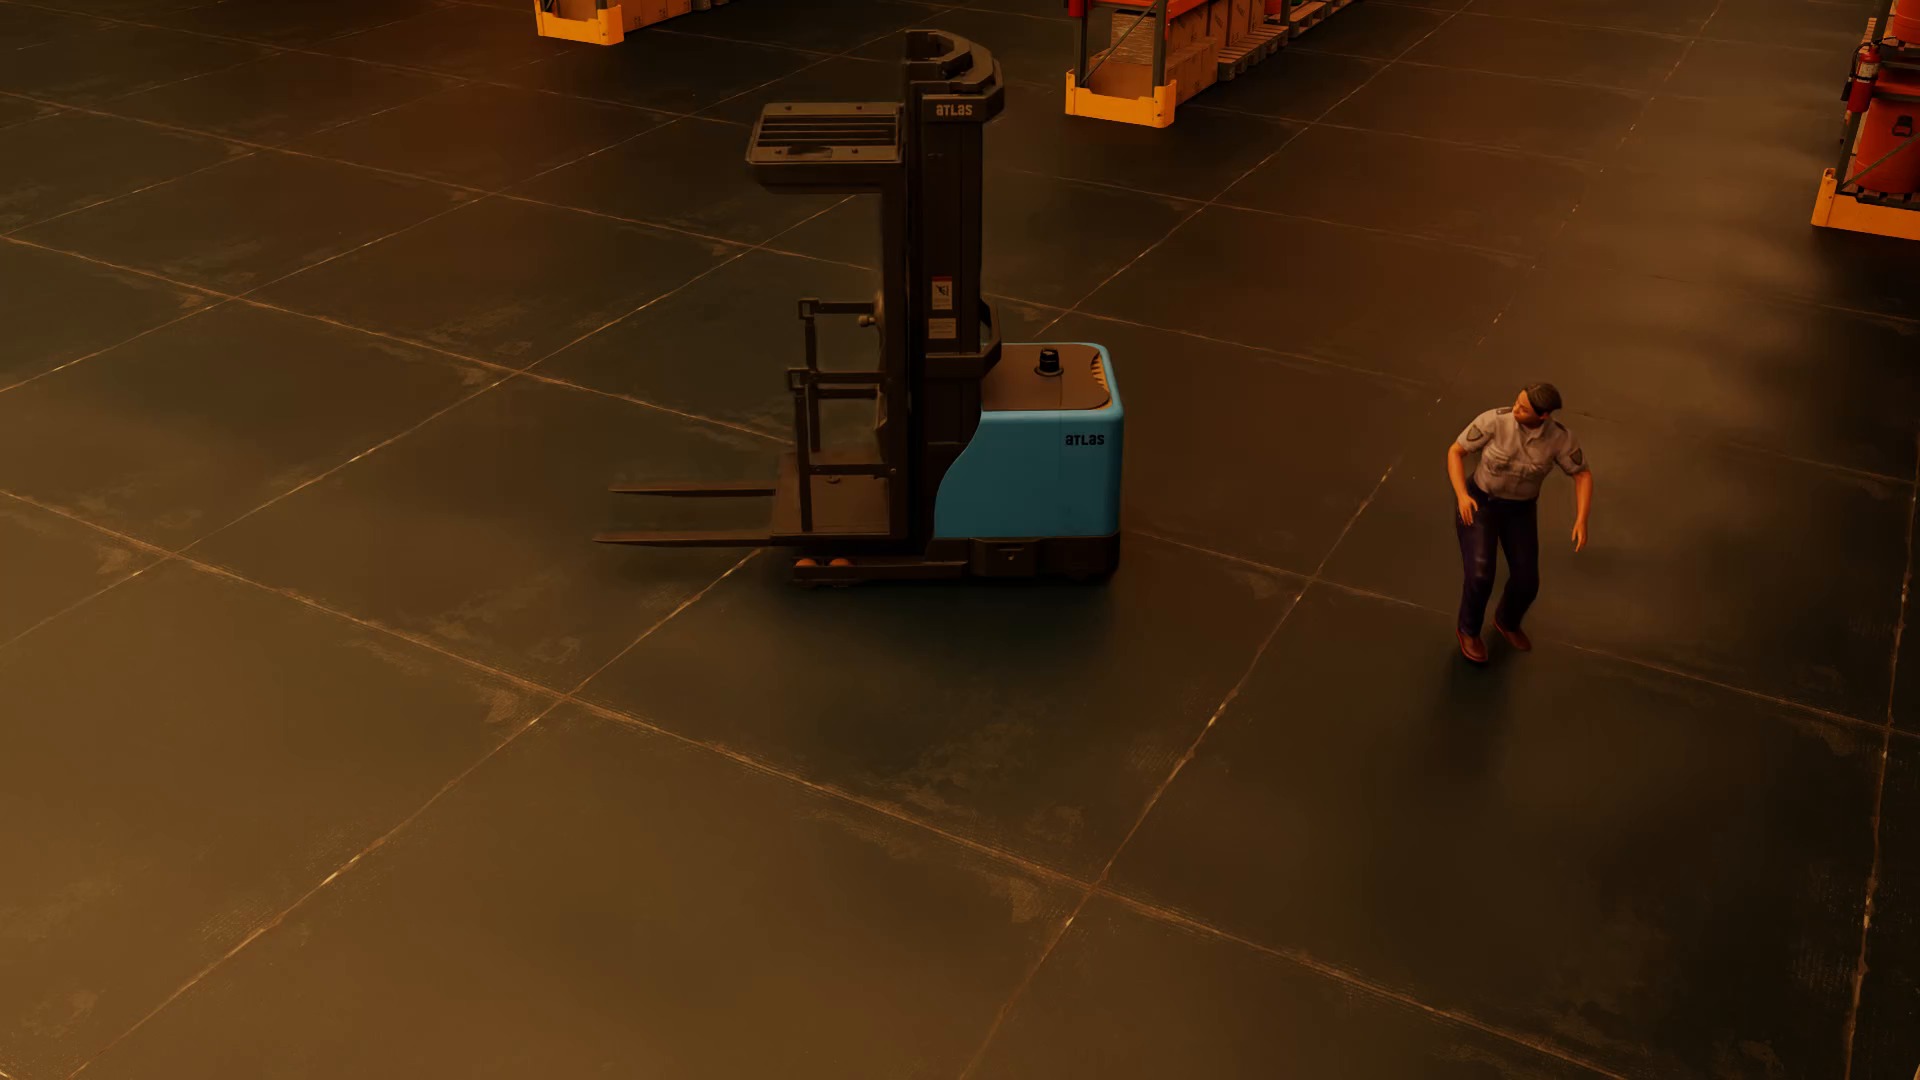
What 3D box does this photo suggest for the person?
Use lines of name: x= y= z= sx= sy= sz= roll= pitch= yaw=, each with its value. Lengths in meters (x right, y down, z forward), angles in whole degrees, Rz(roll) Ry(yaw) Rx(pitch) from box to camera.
person: x=2.868 y=-0.097 z=8.627 sx=0.720 sy=1.601 sz=0.566 roll=2 pitch=30 yaw=3

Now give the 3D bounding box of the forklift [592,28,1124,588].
forklift: x=-0.610 y=-1.261 z=9.256 sx=3.031 sy=2.935 sz=1.130 roll=-1 pitch=30 yaw=-1
